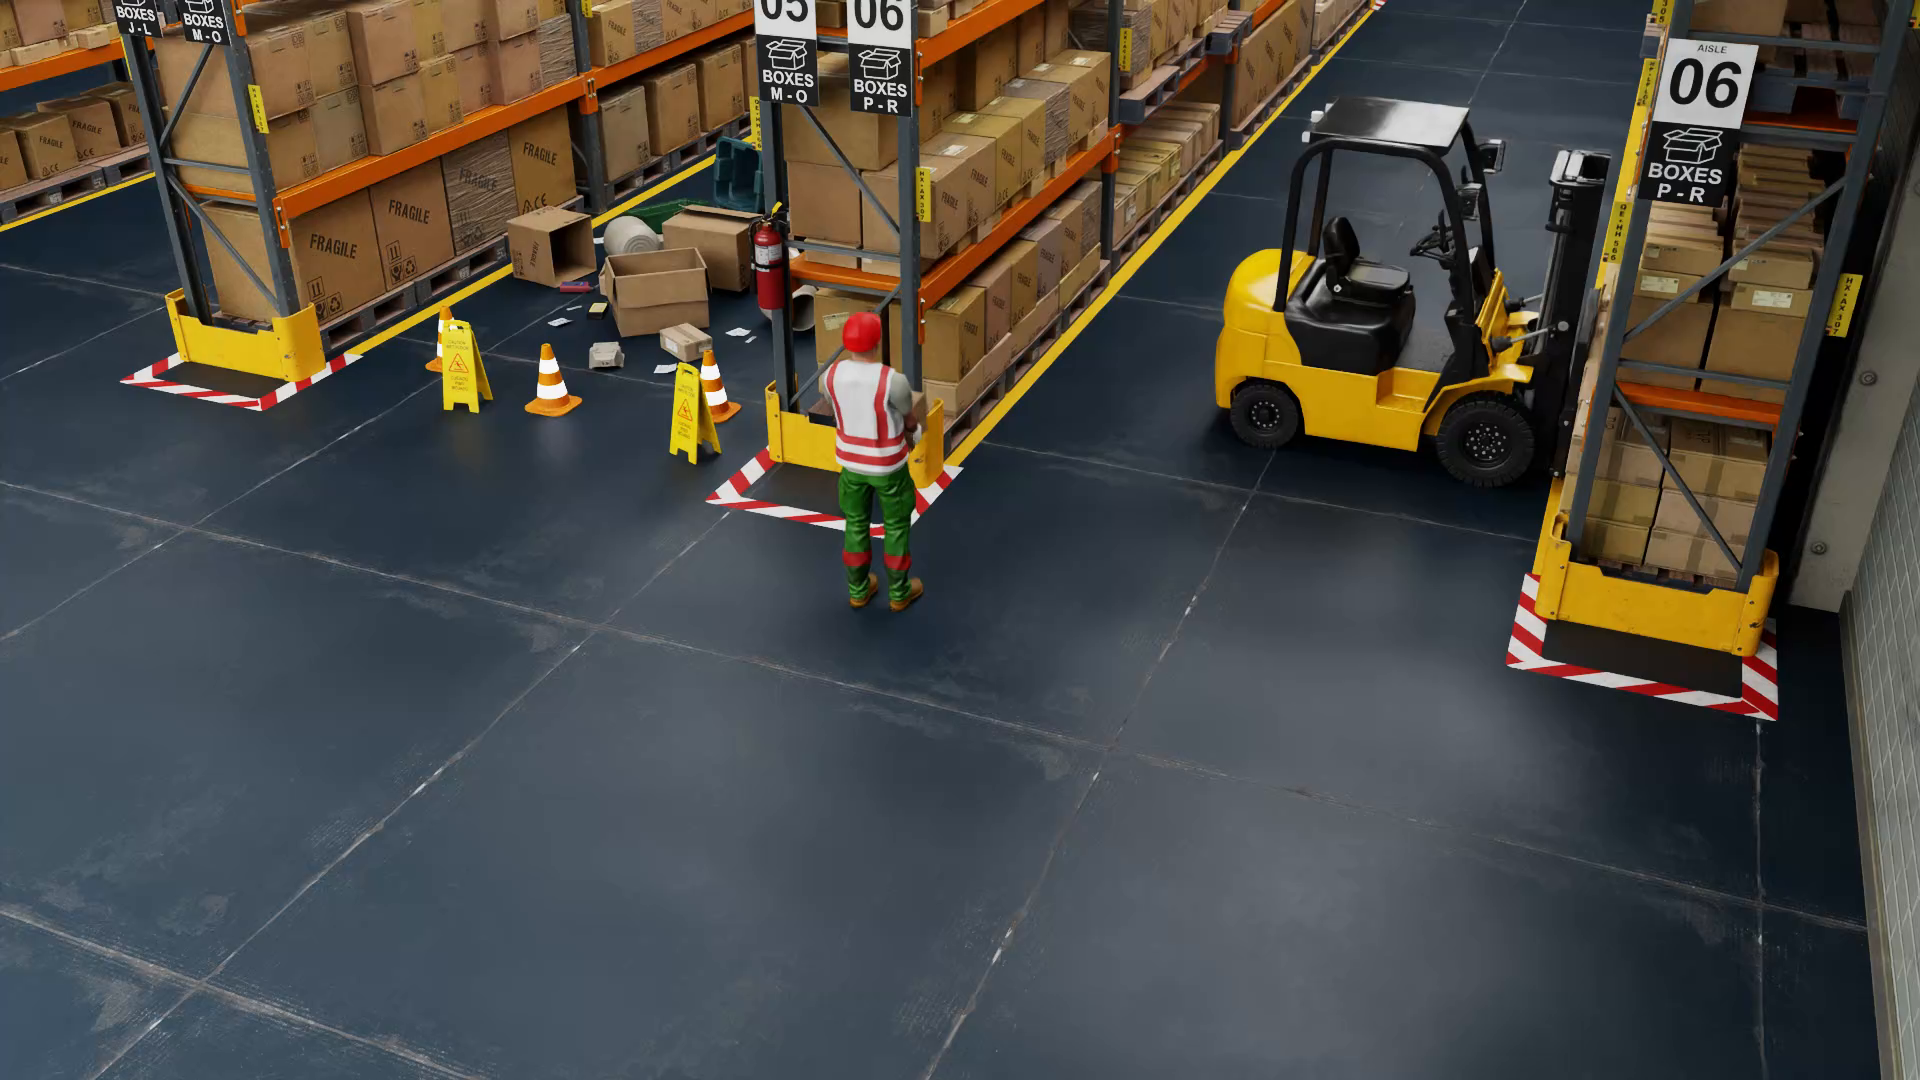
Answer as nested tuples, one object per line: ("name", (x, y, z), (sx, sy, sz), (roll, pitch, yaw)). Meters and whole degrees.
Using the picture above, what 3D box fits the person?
("person", (-0.455, -0.471, 9.215), (0.497, 1.789, 0.556), (9, 31, 16))
